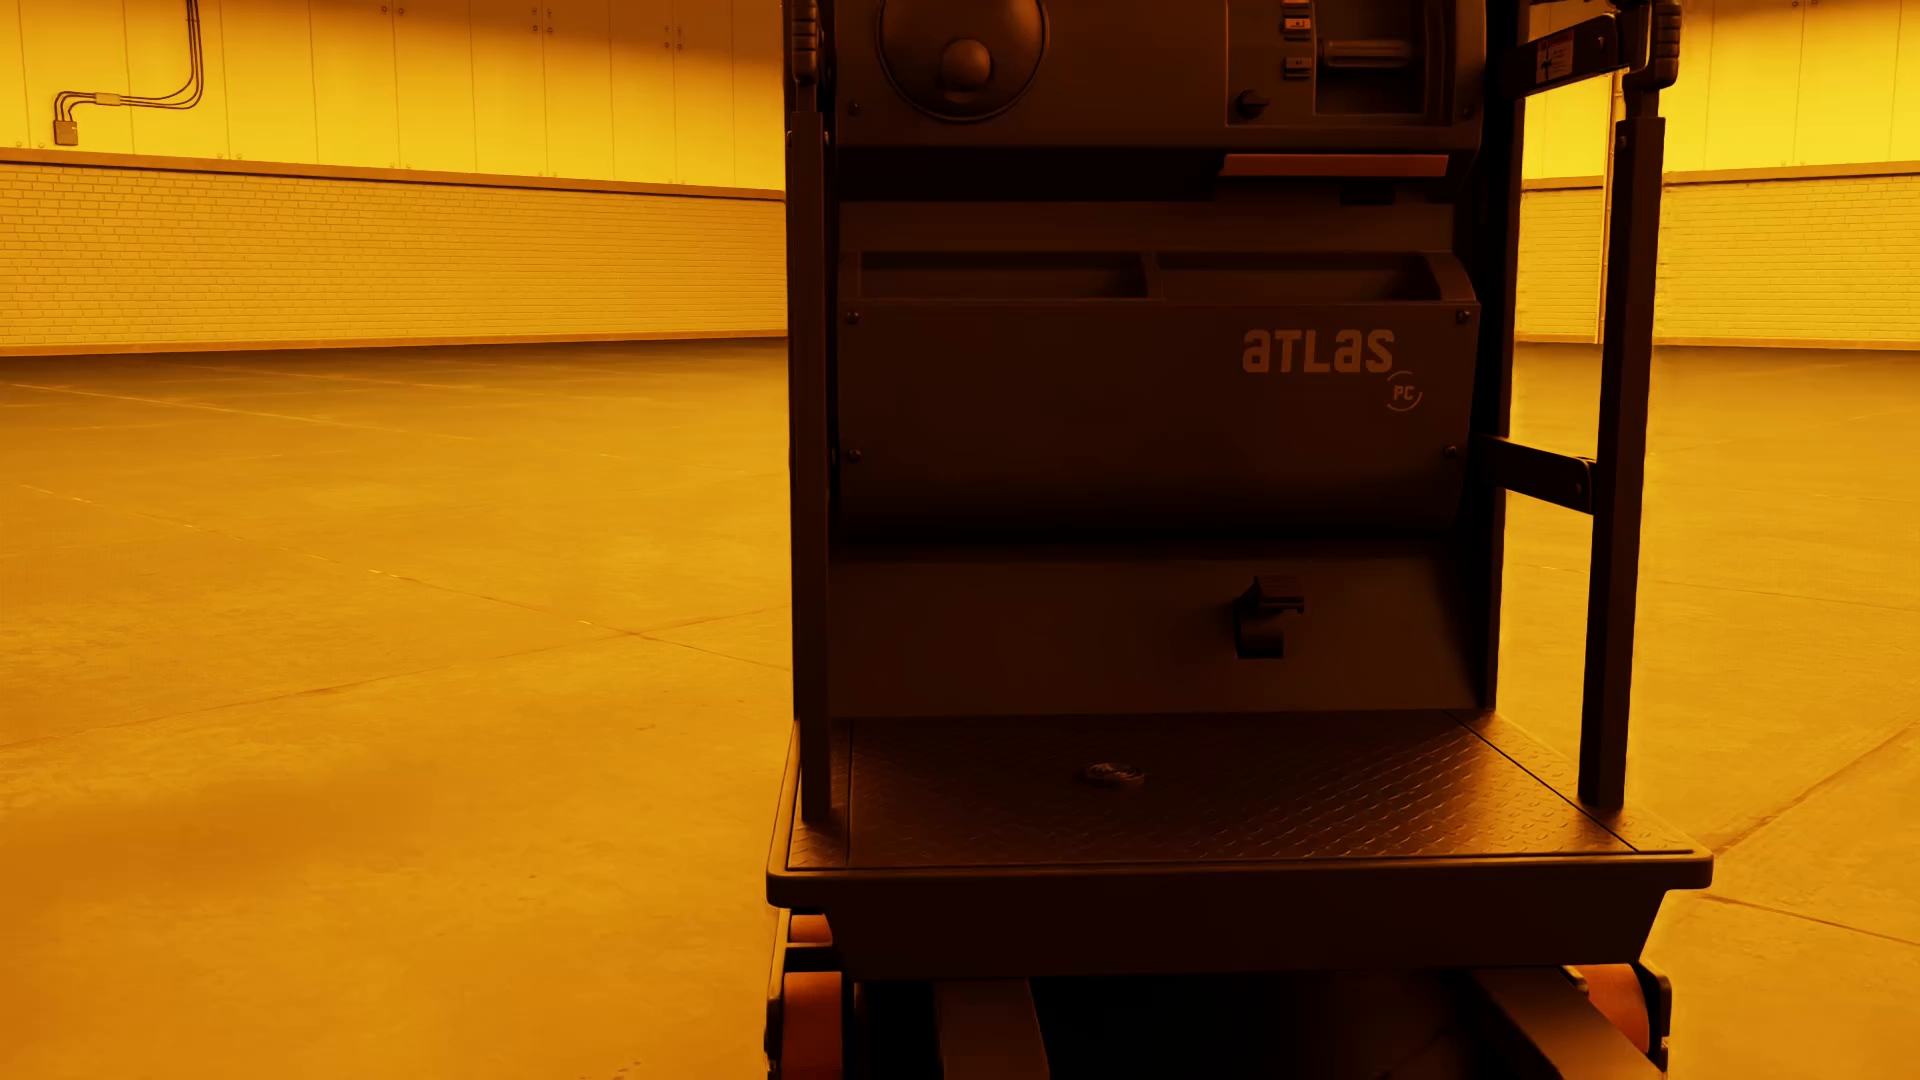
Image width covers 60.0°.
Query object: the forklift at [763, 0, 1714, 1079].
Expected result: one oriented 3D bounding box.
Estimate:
[{"bbox_3d":[0.300,-0.798,2.173,1.130,2.935,3.031,0,9,-3],"label":"forklift"}]
